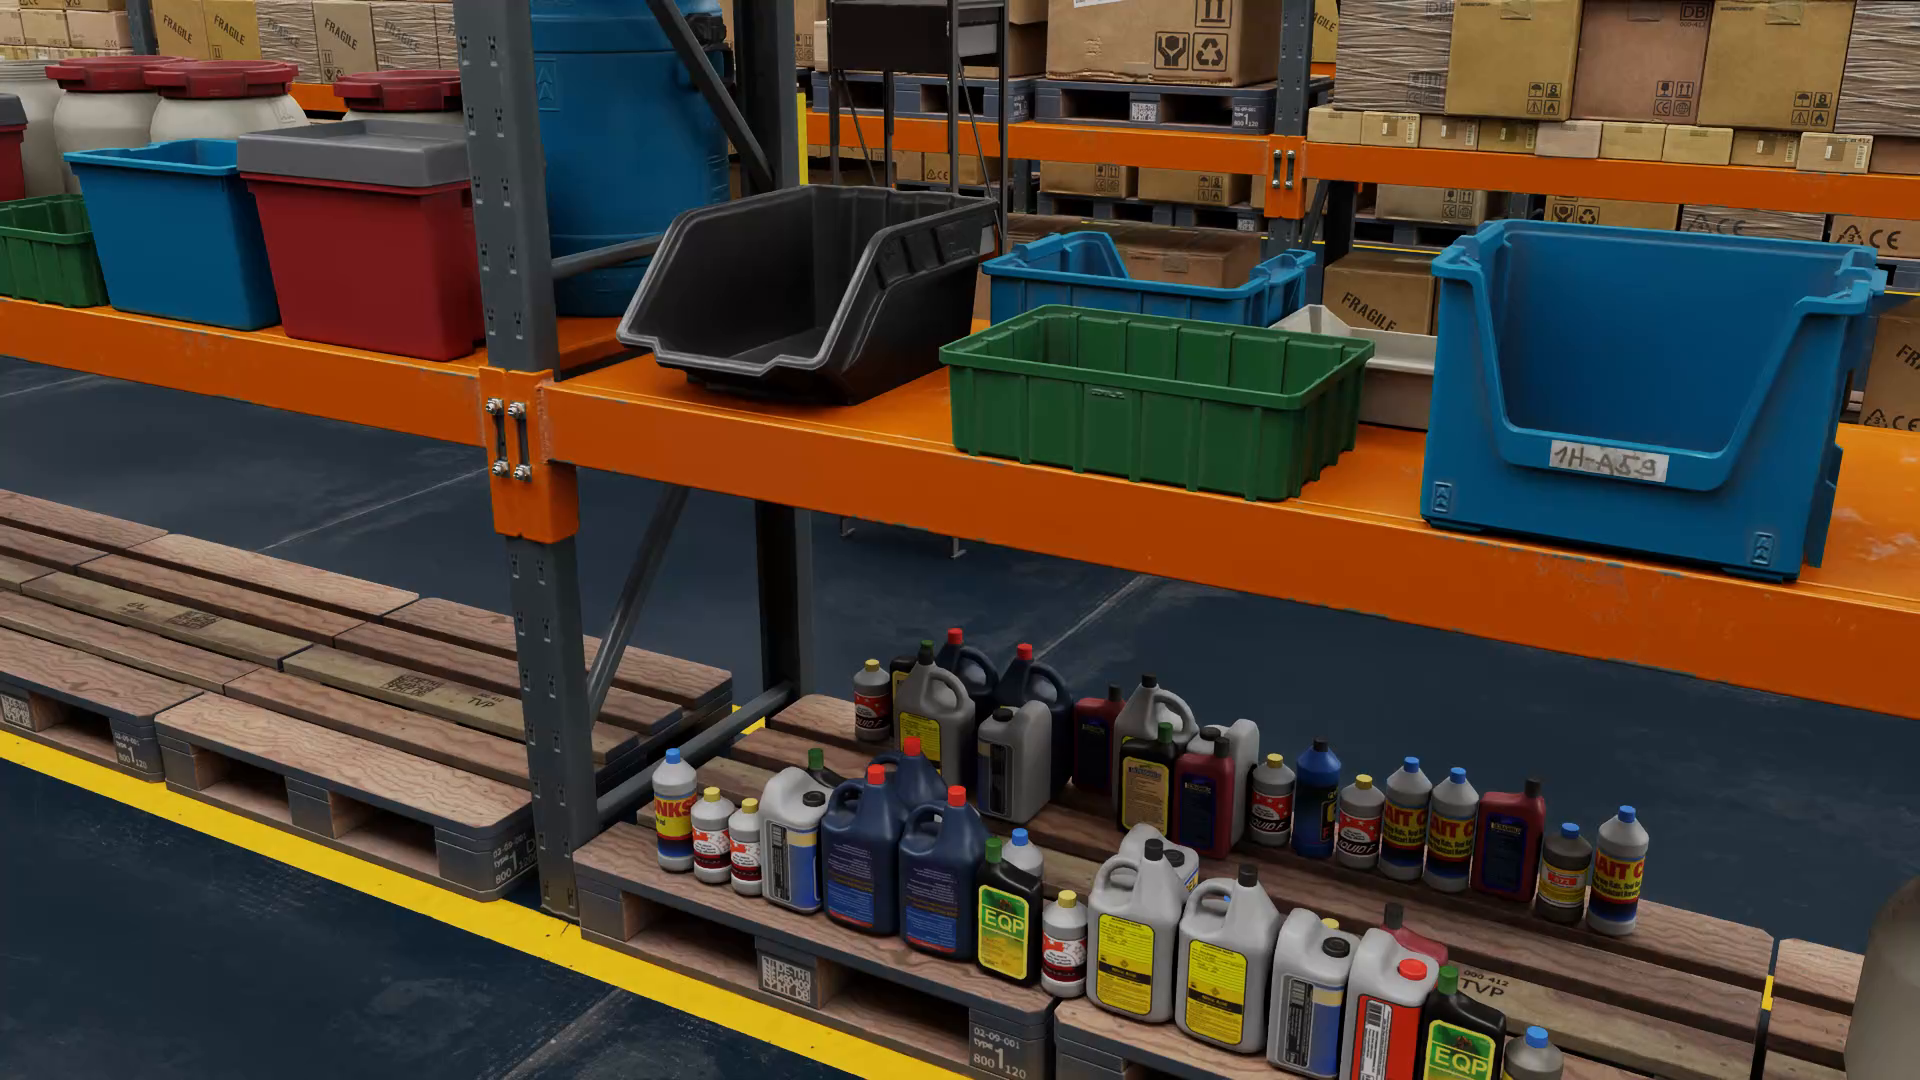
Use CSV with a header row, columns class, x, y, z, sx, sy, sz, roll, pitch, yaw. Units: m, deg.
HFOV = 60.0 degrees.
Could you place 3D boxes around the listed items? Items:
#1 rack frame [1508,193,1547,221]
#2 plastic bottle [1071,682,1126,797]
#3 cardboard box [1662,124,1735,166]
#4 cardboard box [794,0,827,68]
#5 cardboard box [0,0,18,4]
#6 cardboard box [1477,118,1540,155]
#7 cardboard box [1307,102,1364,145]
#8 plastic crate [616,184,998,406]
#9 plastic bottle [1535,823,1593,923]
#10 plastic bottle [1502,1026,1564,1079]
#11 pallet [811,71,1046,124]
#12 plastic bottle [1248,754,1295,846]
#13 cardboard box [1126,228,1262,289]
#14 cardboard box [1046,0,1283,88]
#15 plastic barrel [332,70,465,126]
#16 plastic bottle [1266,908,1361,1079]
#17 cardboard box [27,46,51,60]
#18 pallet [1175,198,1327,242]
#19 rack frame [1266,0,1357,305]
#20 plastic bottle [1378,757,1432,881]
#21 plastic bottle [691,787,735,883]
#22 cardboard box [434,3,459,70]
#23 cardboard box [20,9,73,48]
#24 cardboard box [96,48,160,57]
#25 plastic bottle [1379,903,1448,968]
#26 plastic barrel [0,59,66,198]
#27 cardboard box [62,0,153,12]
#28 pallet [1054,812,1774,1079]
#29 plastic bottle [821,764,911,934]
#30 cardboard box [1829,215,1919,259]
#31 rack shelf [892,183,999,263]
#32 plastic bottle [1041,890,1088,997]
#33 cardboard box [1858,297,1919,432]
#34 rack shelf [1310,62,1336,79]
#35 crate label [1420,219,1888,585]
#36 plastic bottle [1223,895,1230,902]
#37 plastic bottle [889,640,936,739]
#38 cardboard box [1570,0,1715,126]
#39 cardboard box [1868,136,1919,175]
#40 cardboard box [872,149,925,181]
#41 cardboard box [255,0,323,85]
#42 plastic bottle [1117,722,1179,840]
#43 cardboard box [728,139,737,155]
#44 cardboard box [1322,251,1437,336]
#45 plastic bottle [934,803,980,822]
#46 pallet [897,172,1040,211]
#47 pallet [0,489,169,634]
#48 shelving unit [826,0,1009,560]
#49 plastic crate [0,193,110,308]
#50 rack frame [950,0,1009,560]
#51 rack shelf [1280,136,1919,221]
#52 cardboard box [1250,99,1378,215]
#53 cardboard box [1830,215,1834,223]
class,x,y,z,sx,sy,sz,roll,pitch,yaw
rack frame,4.229,-3.602,11.897,0.127,3.000,1.000,11,23,27
plastic bottle,0.339,0.470,4.009,0.133,0.283,0.061,13,23,31
cardboard box,3.078,-1.654,6.894,0.250,0.149,0.380,11,23,27
cardboard box,-0.744,-2.911,9.229,0.500,0.500,0.700,15,25,35
cardboard box,-7.315,-4.037,12.879,0.500,0.250,0.500,10,22,25
cardboard box,2.429,-1.782,7.246,0.250,0.149,0.380,11,23,27
cardboard box,1.762,-1.899,7.570,0.250,0.149,0.380,11,23,27
plastic crate,-0.299,-0.514,3.474,0.504,0.338,0.767,11,23,27
plastic bottle,1.277,0.694,3.511,0.097,0.201,0.097,0,20,0
plastic bottle,0.981,0.931,2.859,0.097,0.201,0.097,0,20,0
pallet,-0.023,-2.401,8.865,1.213,0.211,1.003,11,23,27
plastic bottle,0.715,0.587,3.806,0.097,0.201,0.097,0,20,0
cardboard box,1.196,-1.283,8.523,0.500,0.500,0.700,9,22,23
cardboard box,1.096,-2.796,8.178,1.000,1.000,1.000,11,23,28
plastic barrel,-1.422,-0.956,4.403,0.433,0.535,0.433,0,20,0
plastic bottle,0.653,0.823,3.047,0.135,0.276,0.152,10,22,26
cardboard box,-6.362,-3.436,11.808,0.250,0.149,0.380,11,23,28
pallet,2.449,-2.600,13.223,1.213,0.211,1.003,11,23,27
rack frame,1.721,-2.143,7.873,0.127,3.000,1.000,11,23,27
plastic bottle,0.981,0.605,3.654,0.097,0.271,0.097,0,20,0
plastic bottle,-0.541,0.641,3.658,0.097,0.201,0.097,0,20,0
cardboard box,-2.755,-2.948,9.946,0.500,0.500,0.500,11,22,27
cardboard box,-6.229,-3.623,11.738,0.500,0.250,0.500,12,23,29
cardboard box,-5.689,-3.308,11.454,0.250,0.149,0.380,11,23,28
plastic bottle,0.826,0.810,3.070,0.133,0.283,0.061,11,23,27
plastic barrel,-2.816,-1.208,5.133,0.421,0.512,0.421,0,20,0
cardboard box,-5.794,-3.892,11.379,0.500,0.500,0.500,12,23,29
pallet,0.941,0.969,3.383,1.213,0.211,1.003,11,23,27
plastic bottle,-0.192,0.628,3.474,0.185,0.351,0.144,11,23,29
cardboard box,6.327,-2.375,11.012,0.875,0.875,0.875,10,22,26
rack shelf,-0.145,-1.002,6.088,0.480,0.518,0.431,11,23,27
plastic bottle,0.209,0.784,3.264,0.097,0.201,0.097,0,20,0
cardboard box,4.138,-0.698,6.940,0.500,0.500,0.500,18,27,41
rack shelf,2.483,-3.597,12.937,4.000,0.370,1.077,11,23,27
crate label,1.059,-0.245,2.590,0.616,0.435,0.502,11,23,27
plastic bottle,0.527,0.788,3.252,0.097,0.201,0.097,0,20,0
plastic bottle,-0.113,0.384,4.246,0.133,0.283,0.061,12,23,30
cardboard box,2.989,-2.089,7.143,0.500,0.500,0.875,11,23,27
cardboard box,3.765,-1.548,6.603,0.250,0.149,0.380,11,23,27
cardboard box,-0.417,-3.409,14.414,0.500,0.500,0.500,12,23,29
cardboard box,-4.107,-3.202,10.648,0.500,0.500,0.500,10,22,26
plastic bottle,0.431,0.544,3.805,0.133,0.283,0.061,11,23,27
cardboard box,-1.777,-3.666,15.122,0.500,0.500,0.500,12,23,30
cardboard box,2.051,-1.086,8.011,0.500,0.500,0.500,10,22,26
plastic bottle,-0.006,0.654,3.520,0.097,0.271,0.097,0,20,0
pallet,0.055,-3.087,14.566,1.213,0.211,1.003,11,23,27
pallet,-3.529,0.118,5.730,1.213,0.211,1.003,11,23,27
shelving unit,-0.145,-1.015,6.083,0.503,2.100,0.431,11,23,27
plastic crate,-2.352,-0.774,4.411,0.662,0.188,0.450,11,23,27
rack frame,0.069,-0.974,5.971,0.015,2.100,0.400,11,23,27
rack shelf,3.467,-1.472,7.079,4.000,0.370,1.077,11,23,27
cardboard box,2.802,-2.980,12.865,0.750,0.750,1.050,11,23,27
cardboard box,7.278,-2.792,13.325,0.637,0.503,0.797,-4,20,-10
